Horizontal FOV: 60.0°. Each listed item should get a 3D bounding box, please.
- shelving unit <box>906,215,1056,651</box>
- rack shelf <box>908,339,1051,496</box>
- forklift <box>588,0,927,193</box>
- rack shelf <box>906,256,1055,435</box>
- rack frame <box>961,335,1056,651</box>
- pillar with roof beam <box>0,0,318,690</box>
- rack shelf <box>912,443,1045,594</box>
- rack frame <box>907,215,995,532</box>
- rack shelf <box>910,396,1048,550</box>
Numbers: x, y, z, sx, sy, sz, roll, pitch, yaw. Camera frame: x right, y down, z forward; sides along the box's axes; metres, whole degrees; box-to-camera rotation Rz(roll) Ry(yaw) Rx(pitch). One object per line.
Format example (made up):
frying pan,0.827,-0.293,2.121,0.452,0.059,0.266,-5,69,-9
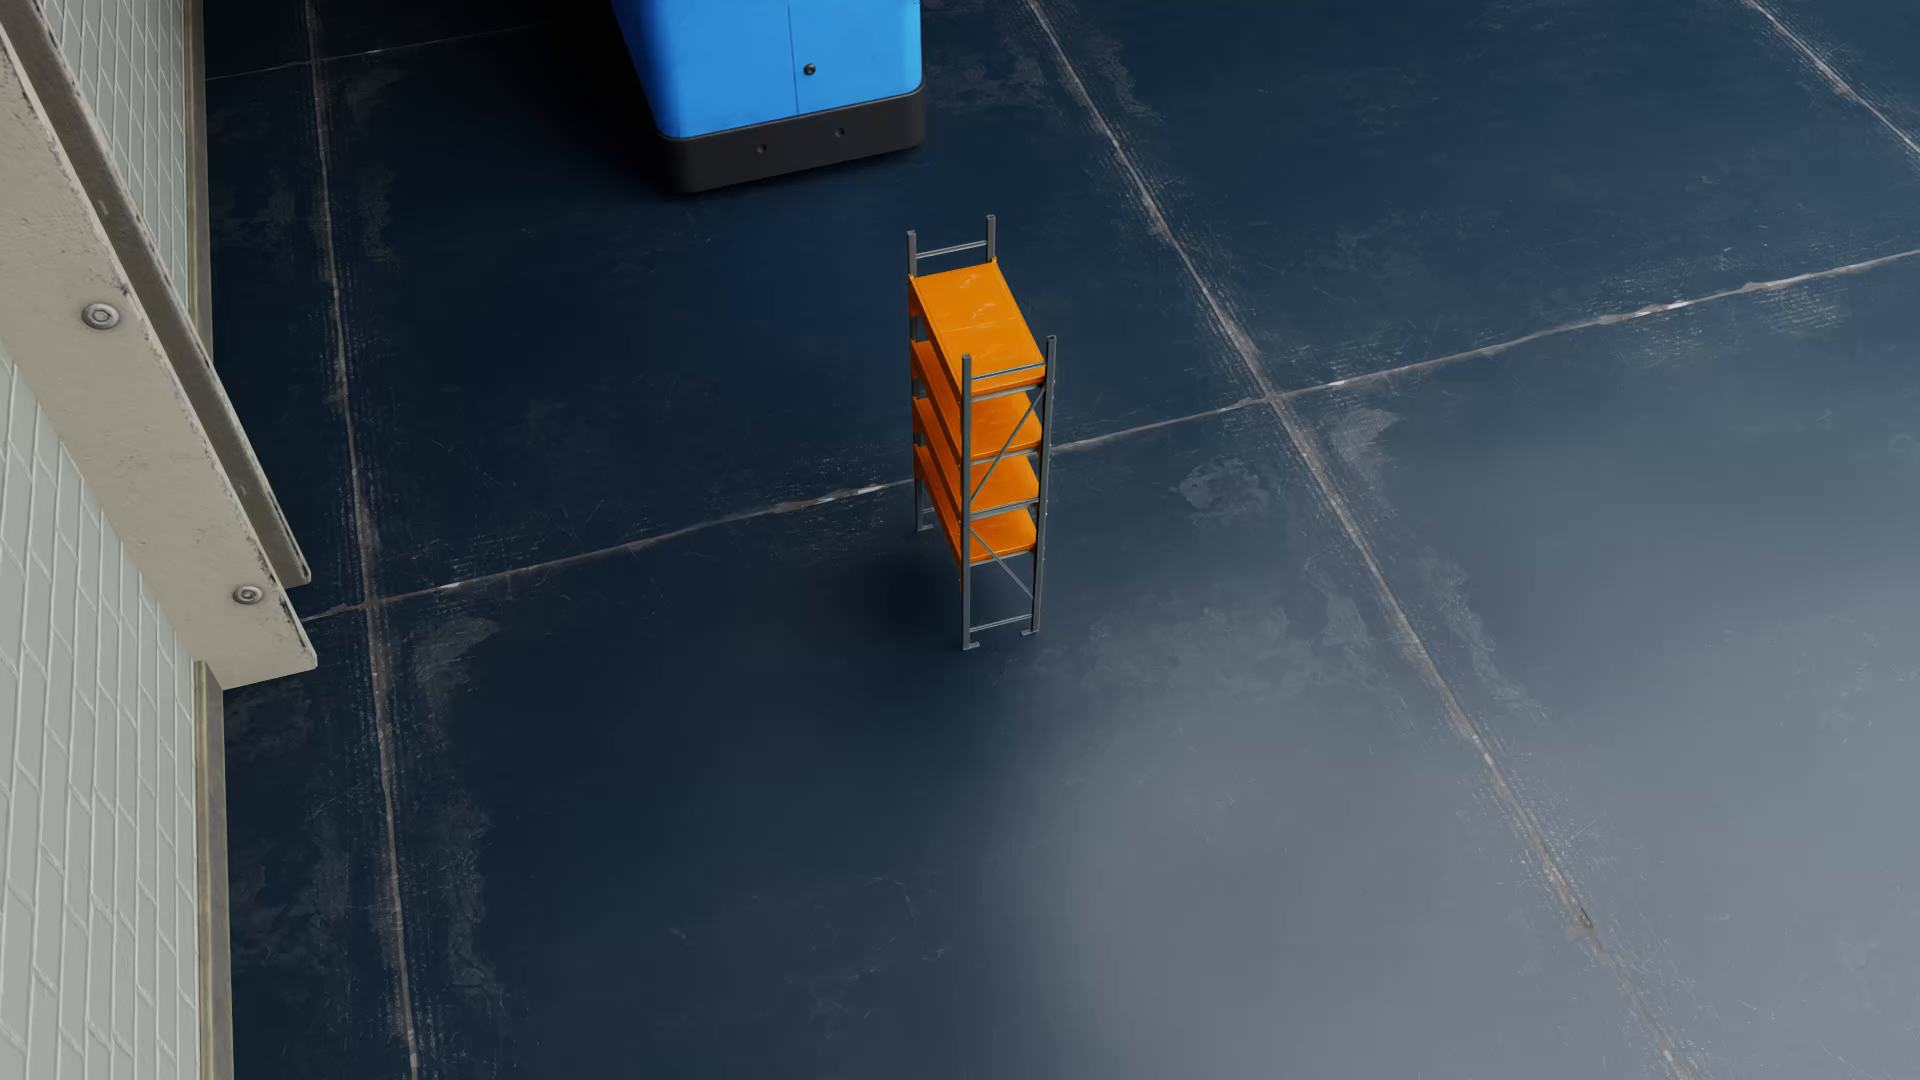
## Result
shelving unit,0.049,-0.266,4.689,0.258,1.200,0.503,-13,51,-11
rack shelf,0.049,-0.367,4.570,0.258,0.148,0.480,-13,51,-11
forklift,-1.088,-3.405,6.204,1.130,2.935,3.031,-15,51,-12
rack shelf,0.049,-0.519,4.389,0.258,0.148,0.480,-13,51,-11
rack frame,0.121,-0.088,4.539,0.240,1.200,0.015,-13,51,-11
pillar with roof beam,2.001,-3.605,2.403,9.100,9.000,0.400,-13,51,-11
rack shelf,0.049,-0.094,4.893,0.258,0.148,0.480,-13,51,-11
rack frame,-0.023,-0.444,4.840,0.240,1.200,0.015,-13,51,-11
rack shelf,0.049,-0.222,4.741,0.258,0.148,0.480,-13,51,-11
